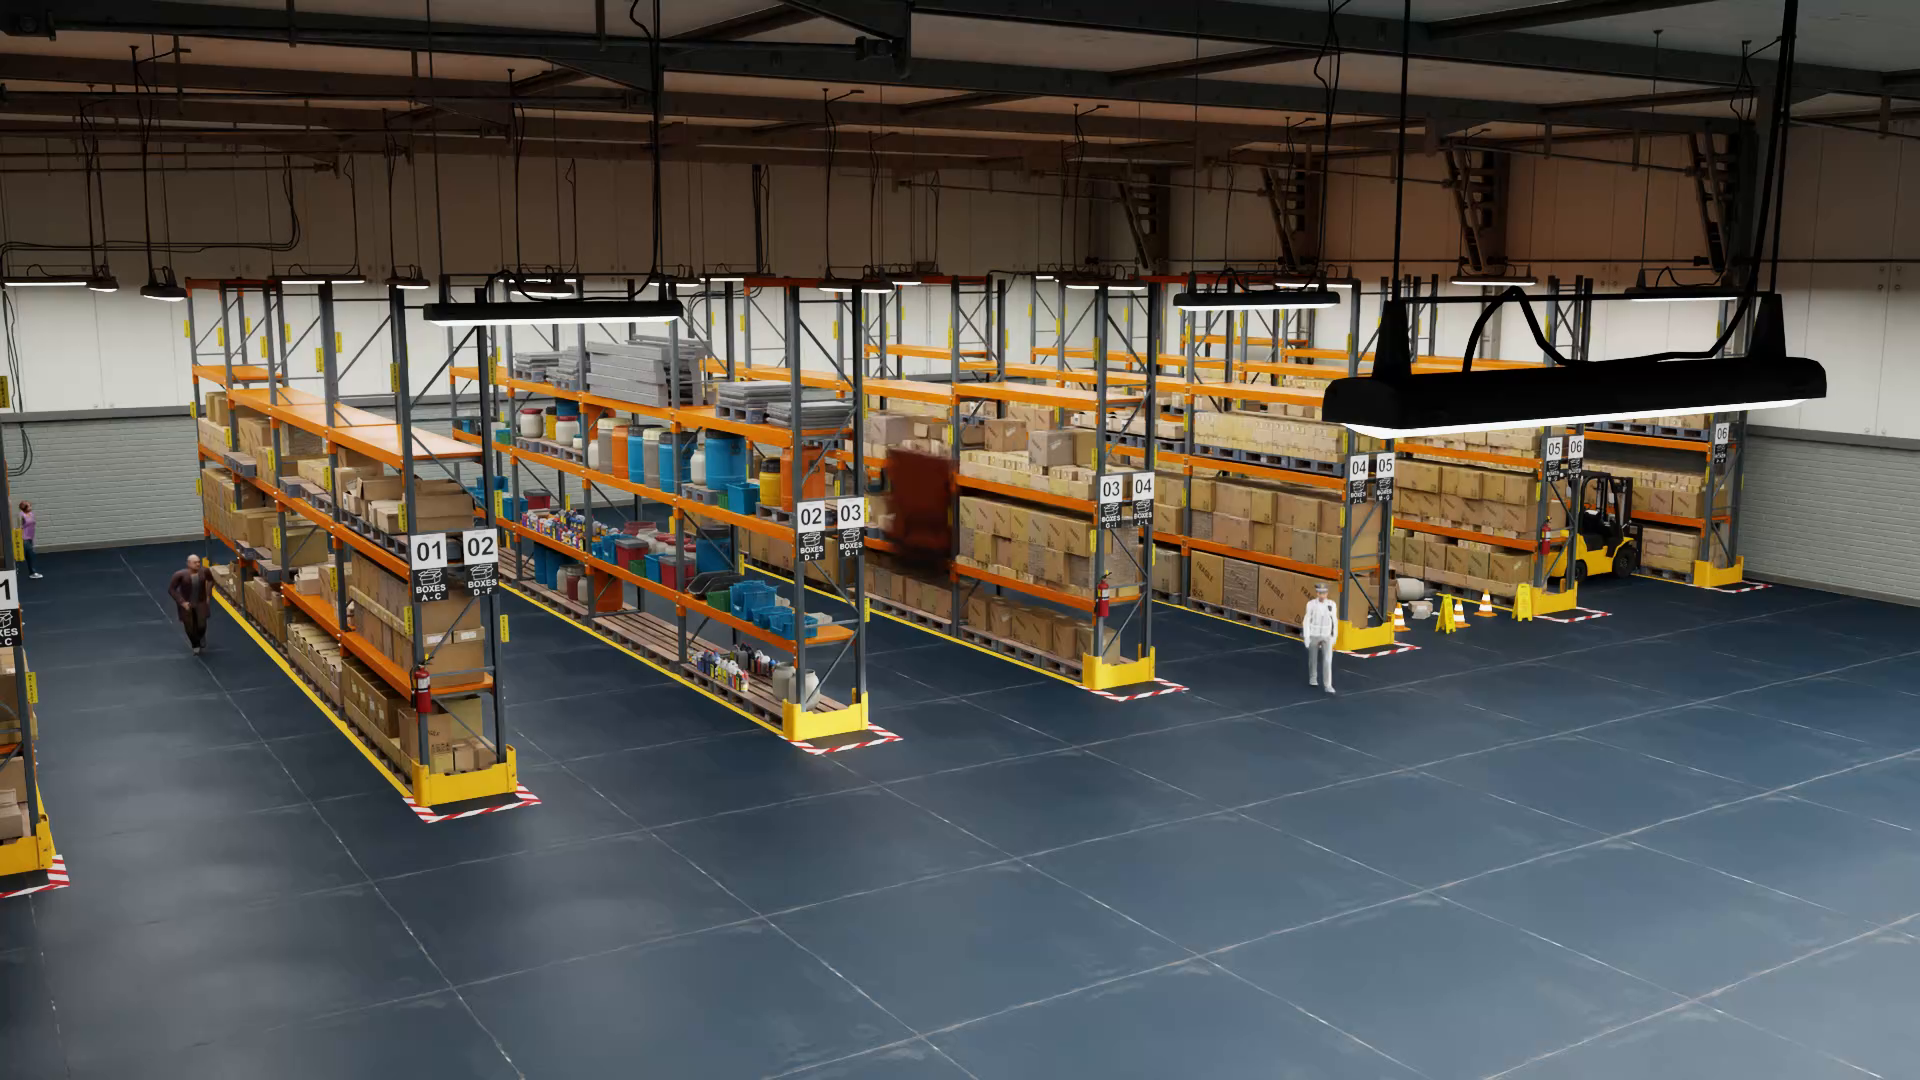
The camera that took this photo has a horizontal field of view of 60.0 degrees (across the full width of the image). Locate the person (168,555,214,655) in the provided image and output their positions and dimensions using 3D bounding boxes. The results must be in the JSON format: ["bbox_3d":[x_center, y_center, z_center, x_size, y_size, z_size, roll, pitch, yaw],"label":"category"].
[{"bbox_3d":[-12.390,1.038,26.846,0.671,1.680,0.665,-4,10,-23],"label":"person"}]

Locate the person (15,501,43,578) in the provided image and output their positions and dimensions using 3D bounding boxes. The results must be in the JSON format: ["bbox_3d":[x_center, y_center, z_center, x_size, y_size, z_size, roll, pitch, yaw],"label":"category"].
[{"bbox_3d":[-18.838,-0.052,33.367,0.699,1.507,0.420,0,10,-1],"label":"person"}]

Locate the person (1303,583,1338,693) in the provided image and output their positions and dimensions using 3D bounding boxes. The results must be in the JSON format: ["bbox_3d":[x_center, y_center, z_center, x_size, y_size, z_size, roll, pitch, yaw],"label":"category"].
[{"bbox_3d":[5.317,1.432,24.530,0.518,1.610,1.045,2,10,11],"label":"person"}]
